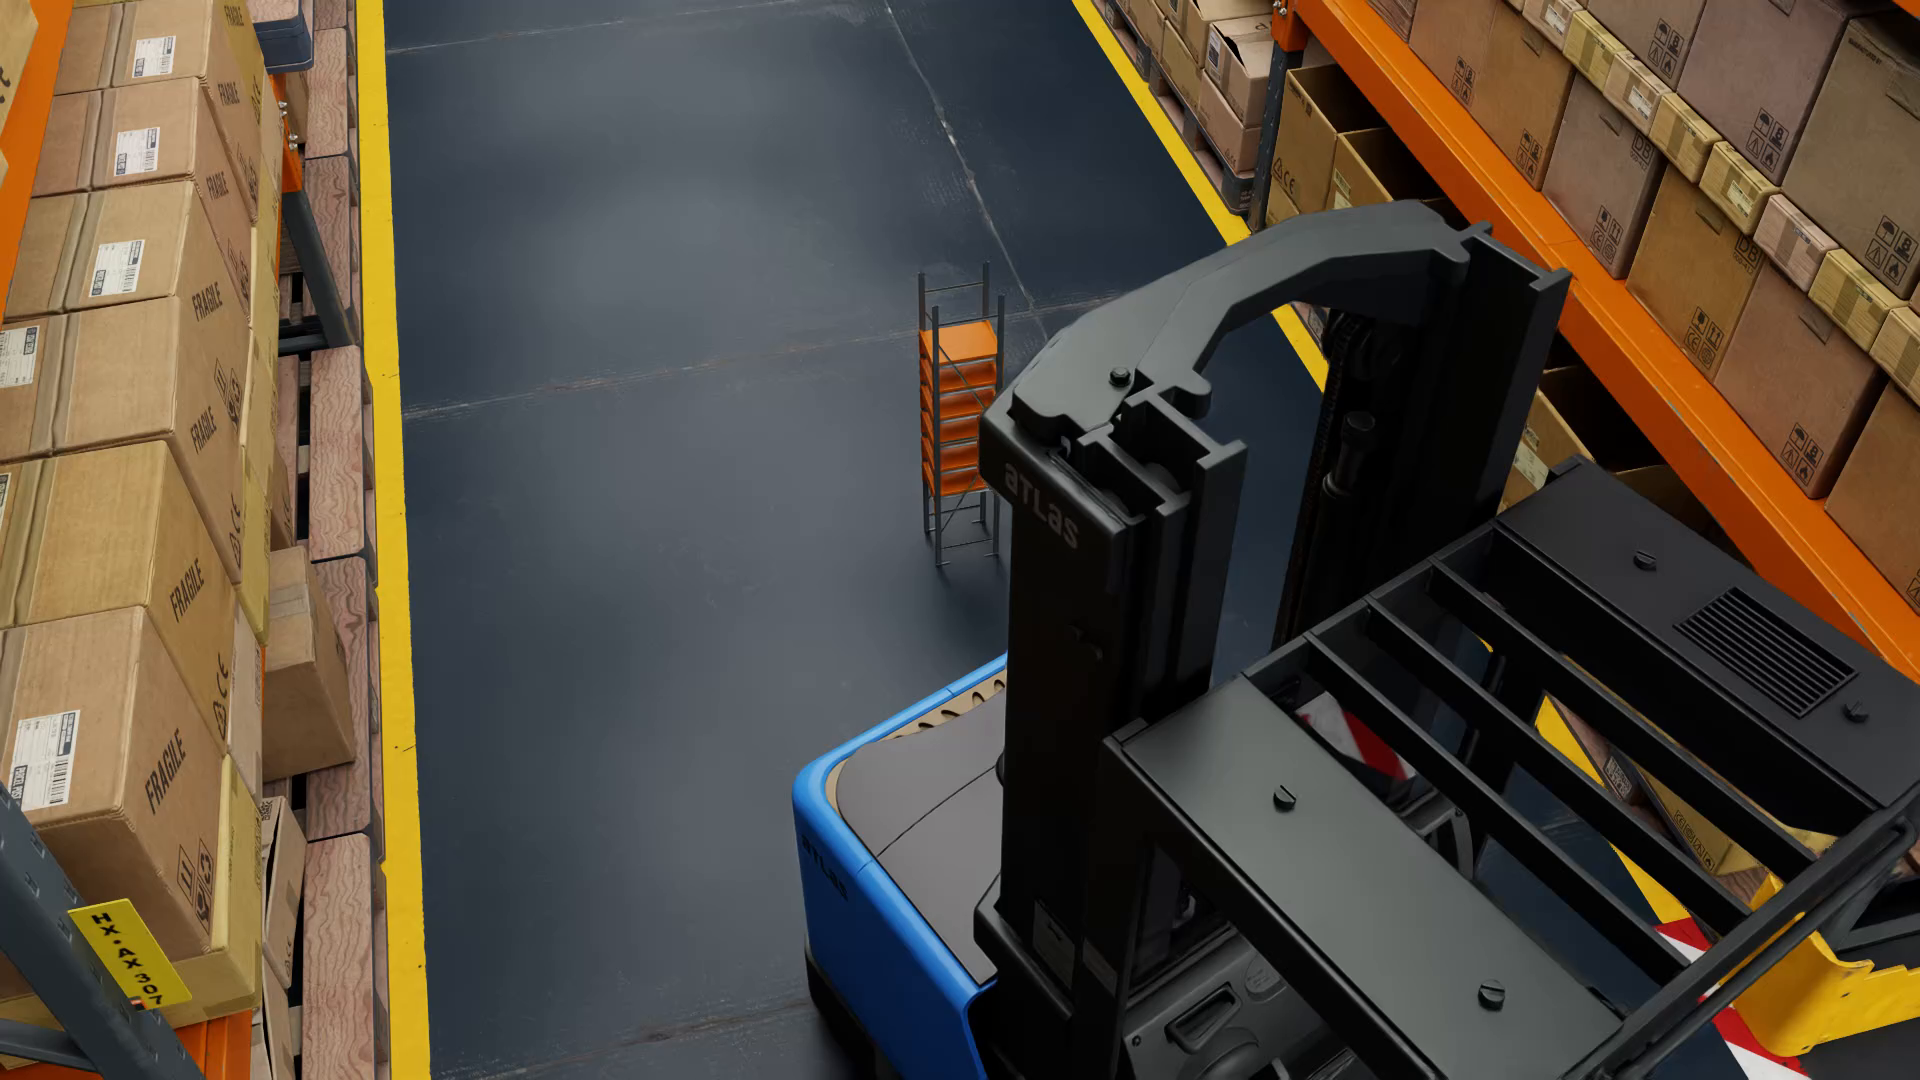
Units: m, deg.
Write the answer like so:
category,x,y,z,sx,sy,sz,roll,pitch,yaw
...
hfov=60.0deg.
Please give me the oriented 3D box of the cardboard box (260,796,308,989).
category,x,y,z,sx,sy,sz,roll,pitch,yaw
cardboard box,-2.179,1.016,4.729,0.500,0.311,0.500,-7,46,-7

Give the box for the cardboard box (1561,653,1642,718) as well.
category,x,y,z,sx,sy,sz,roll,pitch,yaw
cardboard box,2.283,0.364,5.424,0.500,0.250,0.500,-11,47,-10

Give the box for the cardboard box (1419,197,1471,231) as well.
category,x,y,z,sx,sy,sz,roll,pitch,yaw
cardboard box,1.893,-0.933,6.170,0.500,0.500,0.500,-11,47,-10

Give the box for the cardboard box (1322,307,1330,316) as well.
category,x,y,z,sx,sy,sz,roll,pitch,yaw
cardboard box,1.770,-1.016,6.777,0.500,0.250,0.500,-11,47,-10

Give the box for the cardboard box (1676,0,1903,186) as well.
category,x,y,z,sx,sy,sz,roll,pitch,yaw
cardboard box,2.455,-1.352,4.497,0.700,0.500,0.500,-11,47,-10

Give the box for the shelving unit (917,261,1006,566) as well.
category,x,y,z,sx,sy,sz,roll,pitch,yaw
shelving unit,0.004,-0.410,5.812,0.258,1.200,0.189,-11,47,-10

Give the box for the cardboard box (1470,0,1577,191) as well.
category,x,y,z,sx,sy,sz,roll,pitch,yaw
cardboard box,2.207,-1.573,5.622,0.700,0.500,0.500,-10,46,-10

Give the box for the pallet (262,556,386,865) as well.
category,x,y,z,sx,sy,sz,roll,pitch,yaw
pallet,-2.445,0.632,5.483,1.003,0.211,1.213,-11,47,-10

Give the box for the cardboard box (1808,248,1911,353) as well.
category,x,y,z,sx,sy,sz,roll,pitch,yaw
cardboard box,2.429,-0.640,4.253,0.380,0.149,0.250,-11,47,-11

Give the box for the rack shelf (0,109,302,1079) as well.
category,x,y,z,sx,sy,sz,roll,pitch,yaw
rack shelf,-2.455,-0.013,4.666,1.077,0.370,4.000,-11,47,-10

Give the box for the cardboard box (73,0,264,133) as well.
category,x,y,z,sx,sy,sz,roll,pitch,yaw
cardboard box,-2.547,-1.592,5.276,0.500,0.500,0.500,-11,47,-10

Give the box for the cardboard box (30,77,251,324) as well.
category,x,y,z,sx,sy,sz,roll,pitch,yaw
cardboard box,-2.295,-0.899,4.597,0.500,0.500,0.500,-12,47,-11

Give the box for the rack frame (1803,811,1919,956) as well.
category,x,y,z,sx,sy,sz,roll,pitch,yaw
rack frame,2.845,0.208,3.946,1.000,3.000,0.127,-11,47,-10

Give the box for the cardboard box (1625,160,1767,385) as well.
category,x,y,z,sx,sy,sz,roll,pitch,yaw
cardboard box,2.477,-0.857,4.920,0.700,0.500,0.500,-10,46,-10

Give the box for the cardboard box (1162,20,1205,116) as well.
category,x,y,z,sx,sy,sz,roll,pitch,yaw
cardboard box,1.307,-2.321,8.056,0.500,0.250,0.500,-11,47,-11

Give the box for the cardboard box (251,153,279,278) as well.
category,x,y,z,sx,sy,sz,roll,pitch,yaw
cardboard box,-2.433,-0.983,5.204,0.500,0.250,0.500,-11,47,-10

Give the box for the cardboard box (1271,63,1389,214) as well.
category,x,y,z,sx,sy,sz,roll,pitch,yaw
cardboard box,1.637,-1.623,6.847,0.500,0.500,0.500,-11,47,-10

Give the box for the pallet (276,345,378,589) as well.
category,x,y,z,sx,sy,sz,roll,pitch,yaw
pallet,-2.760,-0.212,6.310,1.003,0.211,1.213,-11,47,-10

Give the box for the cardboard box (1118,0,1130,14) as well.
category,x,y,z,sx,sy,sz,roll,pitch,yaw
cardboard box,1.047,-3.026,8.746,0.500,0.250,0.500,-10,46,-10

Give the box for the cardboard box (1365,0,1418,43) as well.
category,x,y,z,sx,sy,sz,roll,pitch,yaw
cardboard box,1.941,-2.283,6.317,0.700,0.500,0.500,-12,47,-11

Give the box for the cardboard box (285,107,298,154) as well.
category,x,y,z,sx,sy,sz,roll,pitch,yaw
cardboard box,-3.352,-1.777,7.333,0.700,0.500,0.500,-12,47,-11

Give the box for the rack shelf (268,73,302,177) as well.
category,x,y,z,sx,sy,sz,roll,pitch,yaw
rack shelf,-3.479,-2.774,7.372,1.077,0.370,4.000,-11,47,-10

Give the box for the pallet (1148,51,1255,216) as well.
category,x,y,z,sx,sy,sz,roll,pitch,yaw
pallet,1.595,-2.079,8.140,1.003,0.211,1.213,-11,47,-10

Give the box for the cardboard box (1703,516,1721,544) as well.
category,x,y,z,sx,sy,sz,roll,pitch,yaw
cardboard box,2.653,-0.338,5.587,0.500,0.500,0.500,-11,47,-10

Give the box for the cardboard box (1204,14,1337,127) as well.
category,x,y,z,sx,sy,sz,roll,pitch,yaw
cardboard box,1.440,-2.162,7.507,0.500,0.311,0.500,-11,47,-10

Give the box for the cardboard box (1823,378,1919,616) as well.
category,x,y,z,sx,sy,sz,roll,pitch,yaw
cardboard box,2.738,-0.152,4.228,0.700,0.500,0.500,-11,47,-10

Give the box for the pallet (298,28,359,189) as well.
category,x,y,z,sx,sy,sz,roll,pitch,yaw
pallet,-3.483,-2.050,8.112,1.003,0.211,1.213,-11,47,-10

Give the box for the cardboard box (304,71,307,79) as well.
category,x,y,z,sx,sy,sz,roll,pitch,yaw
cardboard box,-3.582,-2.484,8.026,0.700,0.500,0.500,-11,47,-11

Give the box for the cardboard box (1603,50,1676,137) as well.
category,x,y,z,sx,sy,sz,roll,pitch,yaw
cardboard box,2.164,-1.353,4.952,0.380,0.149,0.250,-11,47,-11

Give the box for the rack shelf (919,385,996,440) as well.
category,x,y,z,sx,sy,sz,roll,pitch,yaw
rack shelf,0.004,-0.463,5.758,0.258,0.103,0.180,-11,47,-10

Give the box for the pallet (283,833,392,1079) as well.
category,x,y,z,sx,sy,sz,roll,pitch,yaw
pallet,-2.136,1.473,4.659,1.003,0.211,1.213,-11,47,-10

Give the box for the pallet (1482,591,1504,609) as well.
category,x,y,z,sx,sy,sz,roll,pitch,yaw
pallet,2.300,-0.177,6.276,1.003,0.211,1.213,-11,47,-10

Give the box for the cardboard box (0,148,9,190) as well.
category,x,y,z,sx,sy,sz,roll,pitch,yaw
cardboard box,-1.890,-0.629,2.582,0.500,0.500,0.500,-8,46,-8

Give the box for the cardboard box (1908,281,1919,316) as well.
category,x,y,z,sx,sy,sz,roll,pitch,yaw
cardboard box,2.724,-0.642,3.801,0.700,0.500,0.500,-11,47,-10

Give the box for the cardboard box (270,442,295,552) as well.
category,x,y,z,sx,sy,sz,roll,pitch,yaw
cardboard box,-2.662,-0.215,5.803,0.500,0.500,0.500,-14,47,-13

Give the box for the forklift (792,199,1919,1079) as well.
category,x,y,z,sx,sy,sz,roll,pitch,yaw
forklift,0.829,0.967,3.250,1.130,2.935,3.031,-27,52,-24

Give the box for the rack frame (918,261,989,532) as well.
category,x,y,z,sx,sy,sz,roll,pitch,yaw
rack frame,-0.020,-0.473,5.874,0.240,1.200,0.006,-11,47,-10

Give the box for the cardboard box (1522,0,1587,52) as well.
category,x,y,z,sx,sy,sz,roll,pitch,yaw
cardboard box,2.036,-1.706,5.297,0.380,0.149,0.250,-12,47,-11

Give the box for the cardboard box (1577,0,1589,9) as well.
category,x,y,z,sx,sy,sz,roll,pitch,yaw
cardboard box,2.199,-2.043,5.174,0.700,0.500,0.500,-11,47,-10

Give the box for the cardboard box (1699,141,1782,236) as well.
category,x,y,z,sx,sy,sz,roll,pitch,yaw
cardboard box,2.299,-0.995,4.601,0.380,0.149,0.250,-9,46,-9

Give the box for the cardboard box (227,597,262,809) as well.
category,x,y,z,sx,sy,sz,roll,pitch,yaw
cardboard box,-1.907,0.411,3.838,0.500,0.250,0.500,-12,47,-12

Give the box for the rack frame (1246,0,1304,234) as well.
category,x,y,z,sx,sy,sz,roll,pitch,yaw
rack frame,1.821,-2.554,6.652,1.000,3.000,0.127,-11,47,-10

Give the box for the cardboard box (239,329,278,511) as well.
category,x,y,z,sx,sy,sz,roll,pitch,yaw
cardboard box,-2.159,-0.291,4.526,0.500,0.250,0.500,-10,46,-10

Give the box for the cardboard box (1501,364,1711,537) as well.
category,x,y,z,sx,sy,sz,roll,pitch,yaw
cardboard box,2.150,-0.243,5.494,0.500,0.500,0.500,-11,47,-10

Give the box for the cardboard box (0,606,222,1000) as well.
category,x,y,z,sx,sy,sz,roll,pitch,yaw
cardboard box,-1.774,0.515,3.211,0.500,0.500,0.500,-11,47,-10

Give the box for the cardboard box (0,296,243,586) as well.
category,x,y,z,sx,sy,sz,roll,pitch,yaw
cardboard box,-2.017,-0.186,3.898,0.500,0.500,0.500,-12,47,-12

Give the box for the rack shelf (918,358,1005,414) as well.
category,x,y,z,sx,sy,sz,roll,pitch,yaw
rack shelf,0.004,-0.547,5.672,0.258,0.103,0.180,-11,47,-10

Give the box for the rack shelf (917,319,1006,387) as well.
category,x,y,z,sx,sy,sz,roll,pitch,yaw
rack shelf,0.004,-0.631,5.586,0.258,0.103,0.180,-11,47,-10

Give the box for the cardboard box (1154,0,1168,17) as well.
category,x,y,z,sx,sy,sz,roll,pitch,yaw
cardboard box,1.176,-2.865,8.196,0.500,0.311,0.500,-11,47,-10

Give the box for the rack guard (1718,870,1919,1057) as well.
category,x,y,z,sx,sy,sz,roll,pitch,yaw
rack guard,2.851,1.100,4.822,1.175,0.500,0.348,-11,47,-10
